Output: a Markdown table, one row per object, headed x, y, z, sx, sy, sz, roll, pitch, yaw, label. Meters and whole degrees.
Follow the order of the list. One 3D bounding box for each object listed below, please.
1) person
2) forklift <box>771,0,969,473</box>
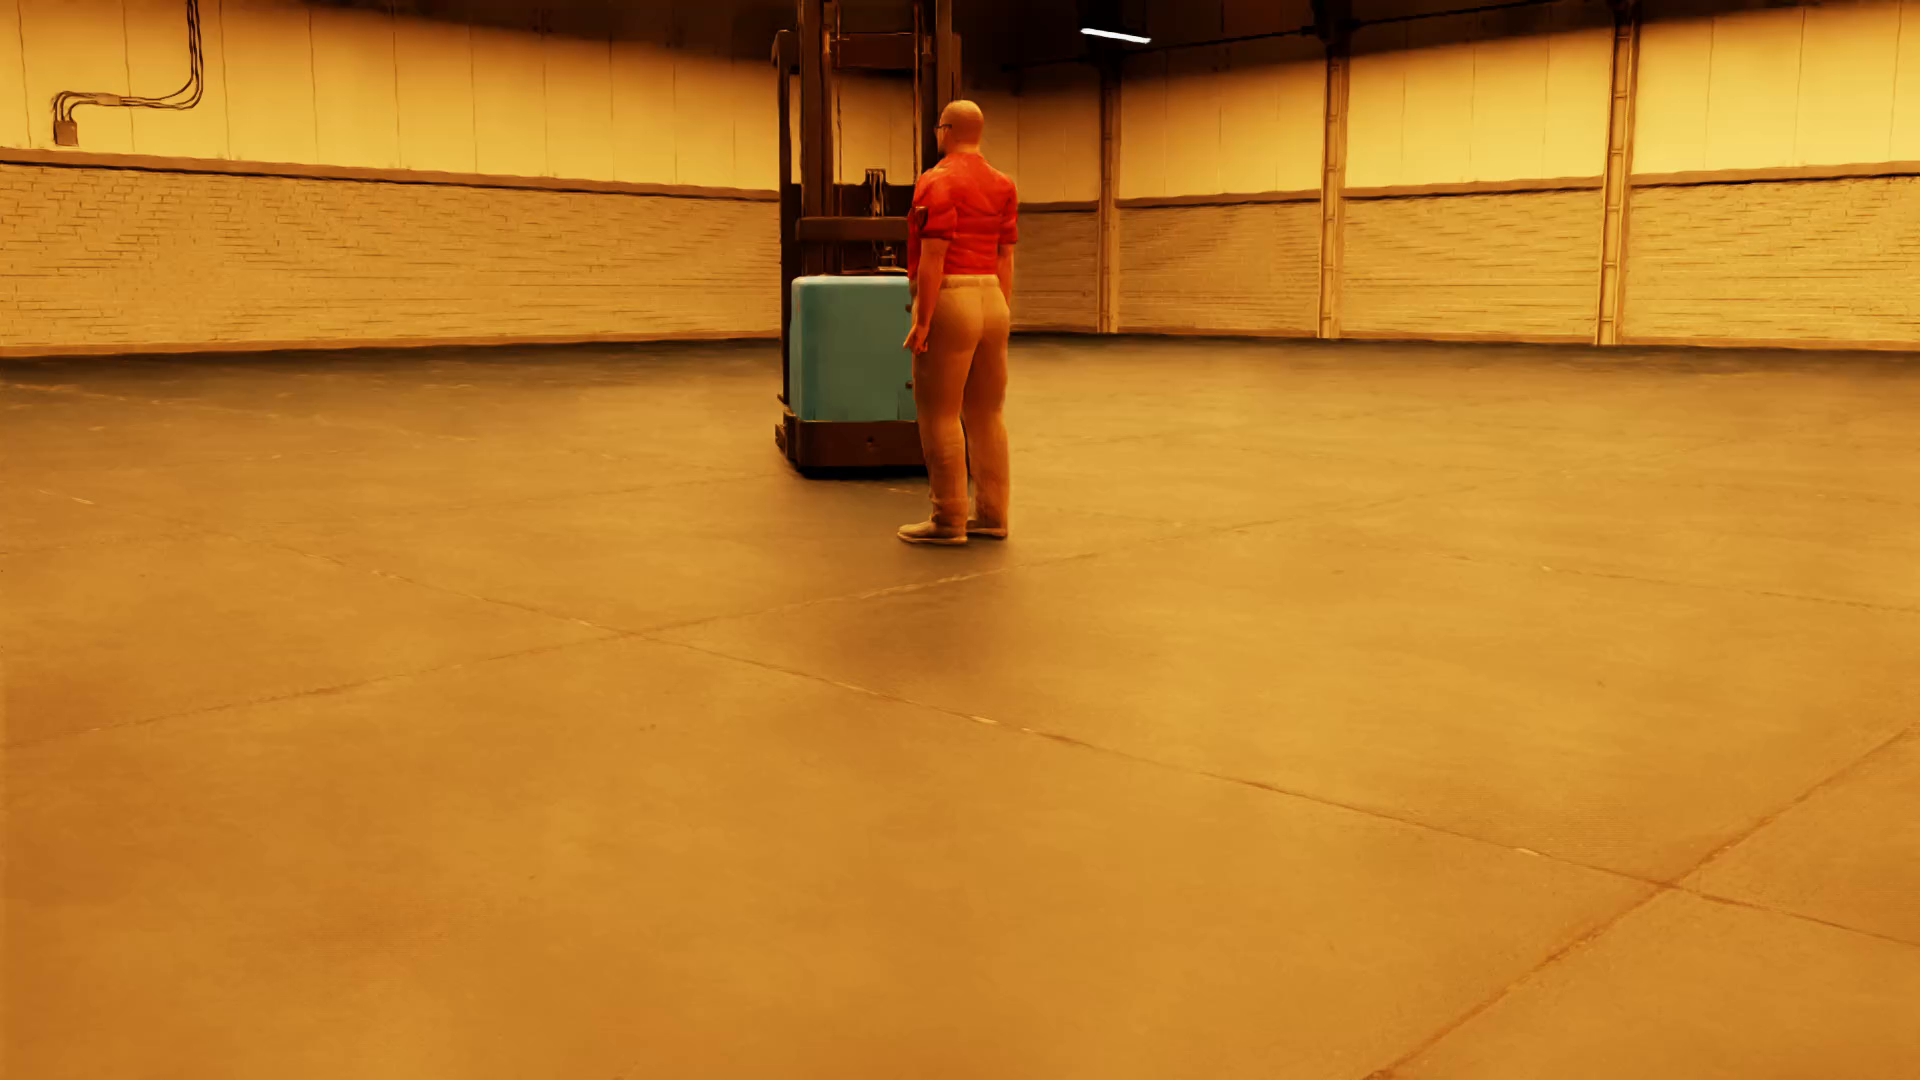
| x | y | z | sx | sy | sz | roll | pitch | yaw | label |
| --- | --- | --- | --- | --- | --- | --- | --- | --- | --- |
| -0.019 | -0.856 | 6.606 | 0.365 | 1.730 | 0.523 | 8 | 12 | 43 | person |
| -0.569 | -2.001 | 10.164 | 1.130 | 2.935 | 3.031 | -1 | 9 | -9 | forklift |
